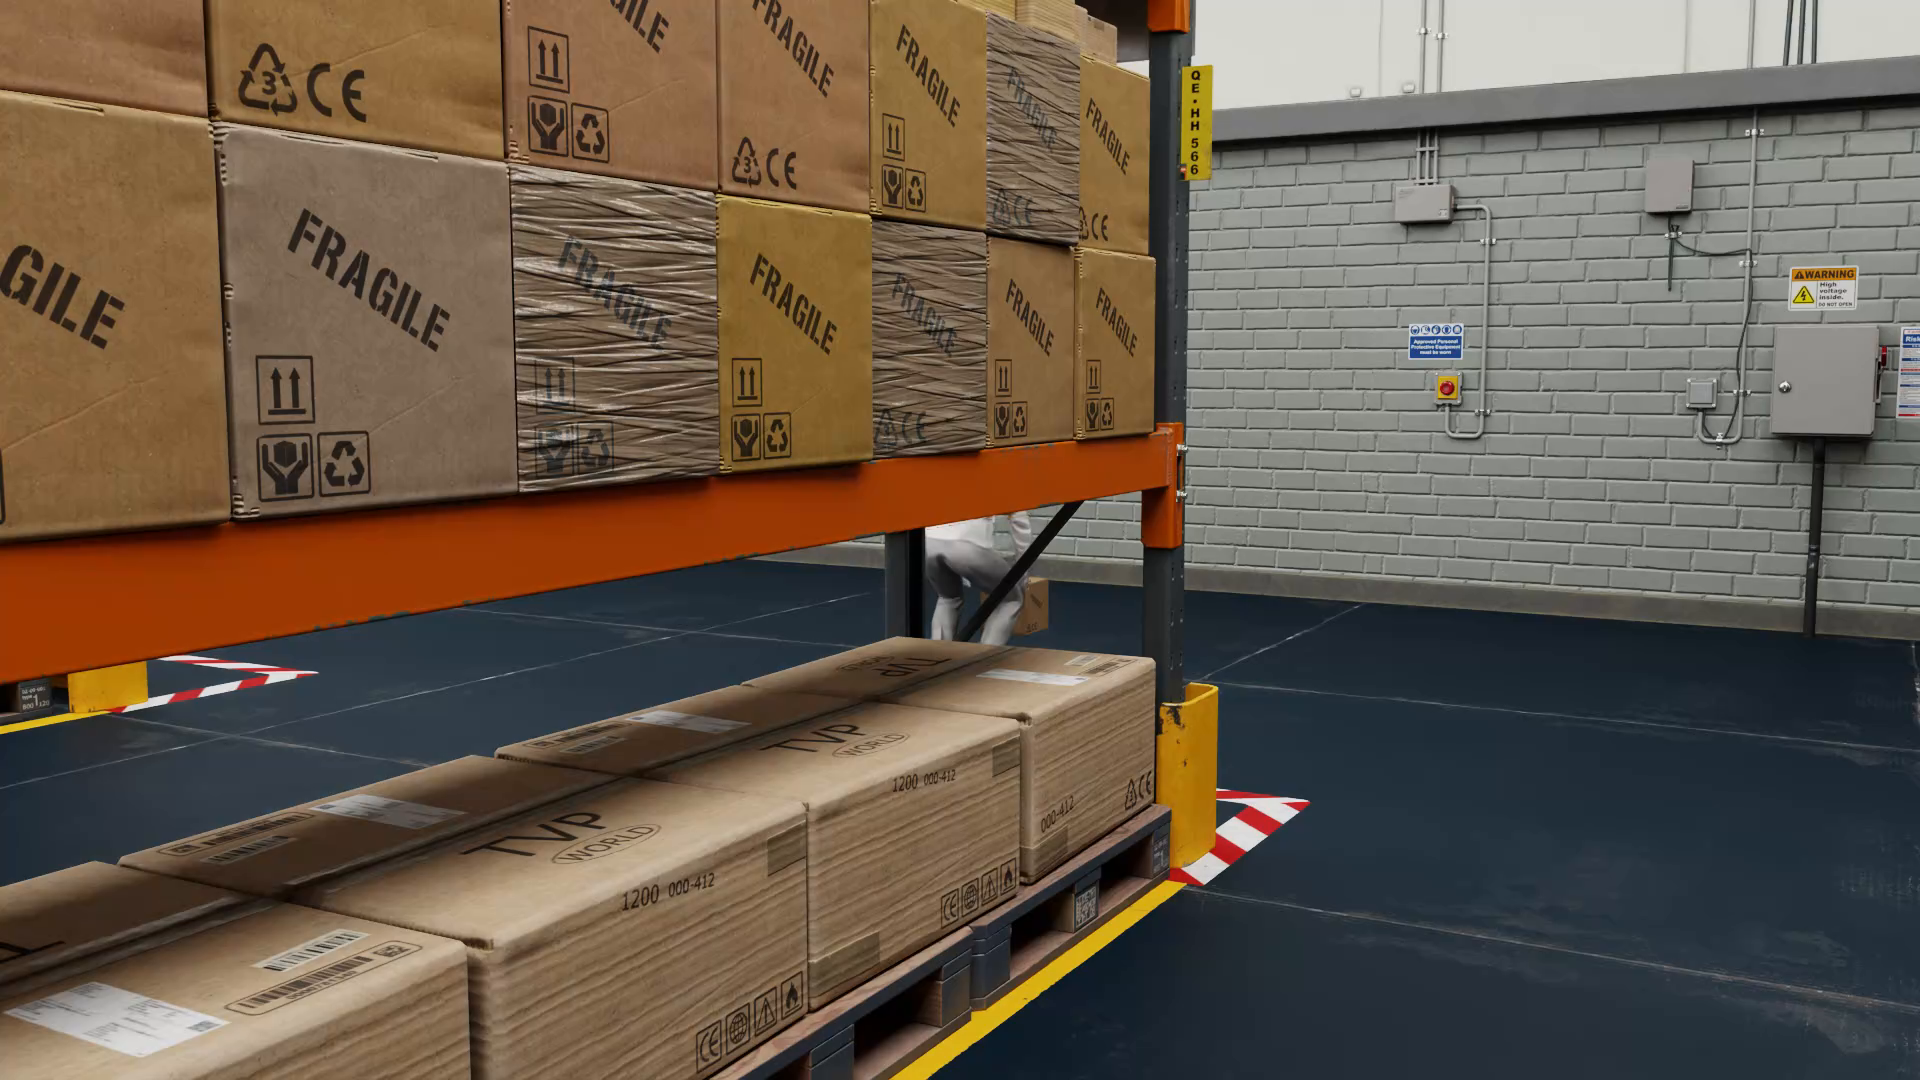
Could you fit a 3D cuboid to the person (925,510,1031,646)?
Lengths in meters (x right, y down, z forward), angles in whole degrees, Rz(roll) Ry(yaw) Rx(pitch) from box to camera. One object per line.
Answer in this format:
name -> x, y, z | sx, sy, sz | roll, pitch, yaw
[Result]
person -> 0.046, 0.039, 7.787 | 0.534, 1.294, 0.749 | 3, 7, 29
